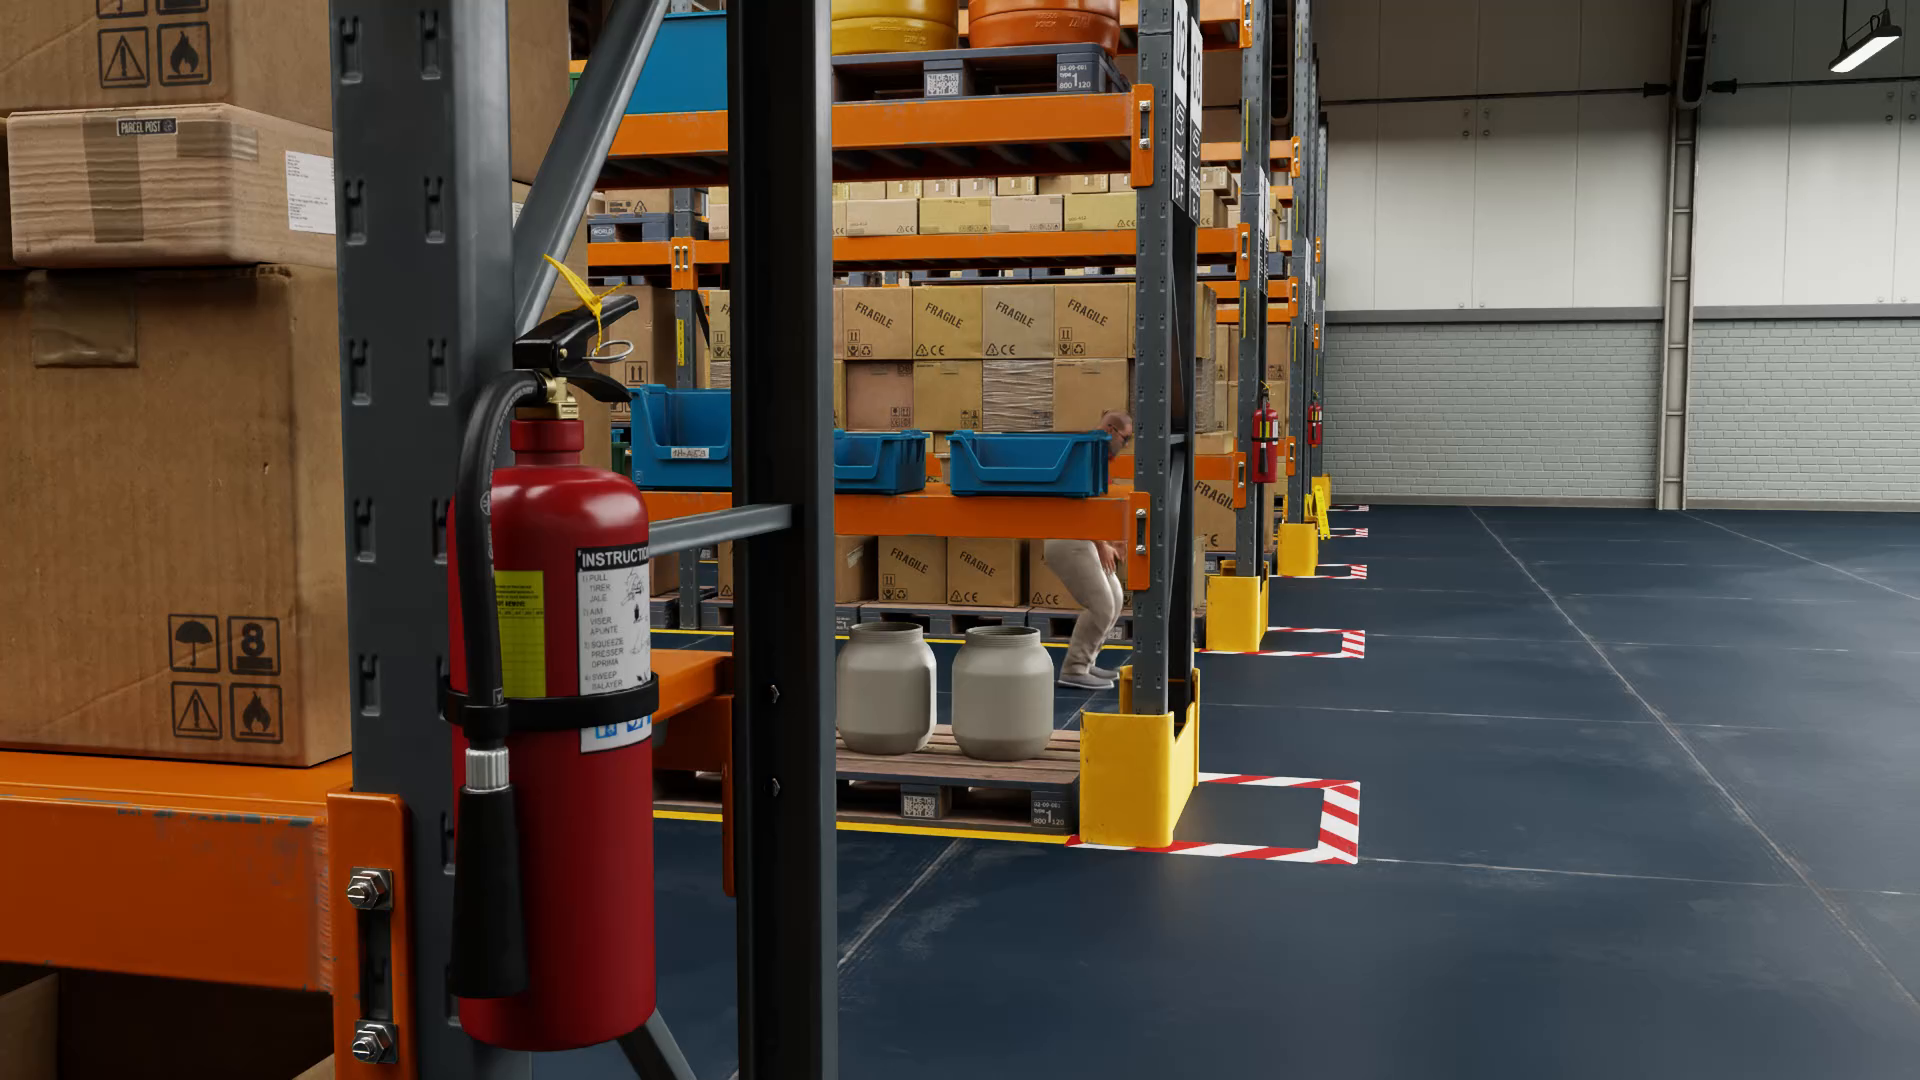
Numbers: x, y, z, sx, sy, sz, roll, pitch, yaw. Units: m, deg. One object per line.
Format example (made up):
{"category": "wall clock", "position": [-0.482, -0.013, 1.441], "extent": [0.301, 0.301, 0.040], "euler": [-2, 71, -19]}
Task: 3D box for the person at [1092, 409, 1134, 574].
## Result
{"category": "person", "position": [0.789, -0.289, 9.741], "extent": [0.446, 0.941, 0.571], "euler": [1, 5, 15]}
